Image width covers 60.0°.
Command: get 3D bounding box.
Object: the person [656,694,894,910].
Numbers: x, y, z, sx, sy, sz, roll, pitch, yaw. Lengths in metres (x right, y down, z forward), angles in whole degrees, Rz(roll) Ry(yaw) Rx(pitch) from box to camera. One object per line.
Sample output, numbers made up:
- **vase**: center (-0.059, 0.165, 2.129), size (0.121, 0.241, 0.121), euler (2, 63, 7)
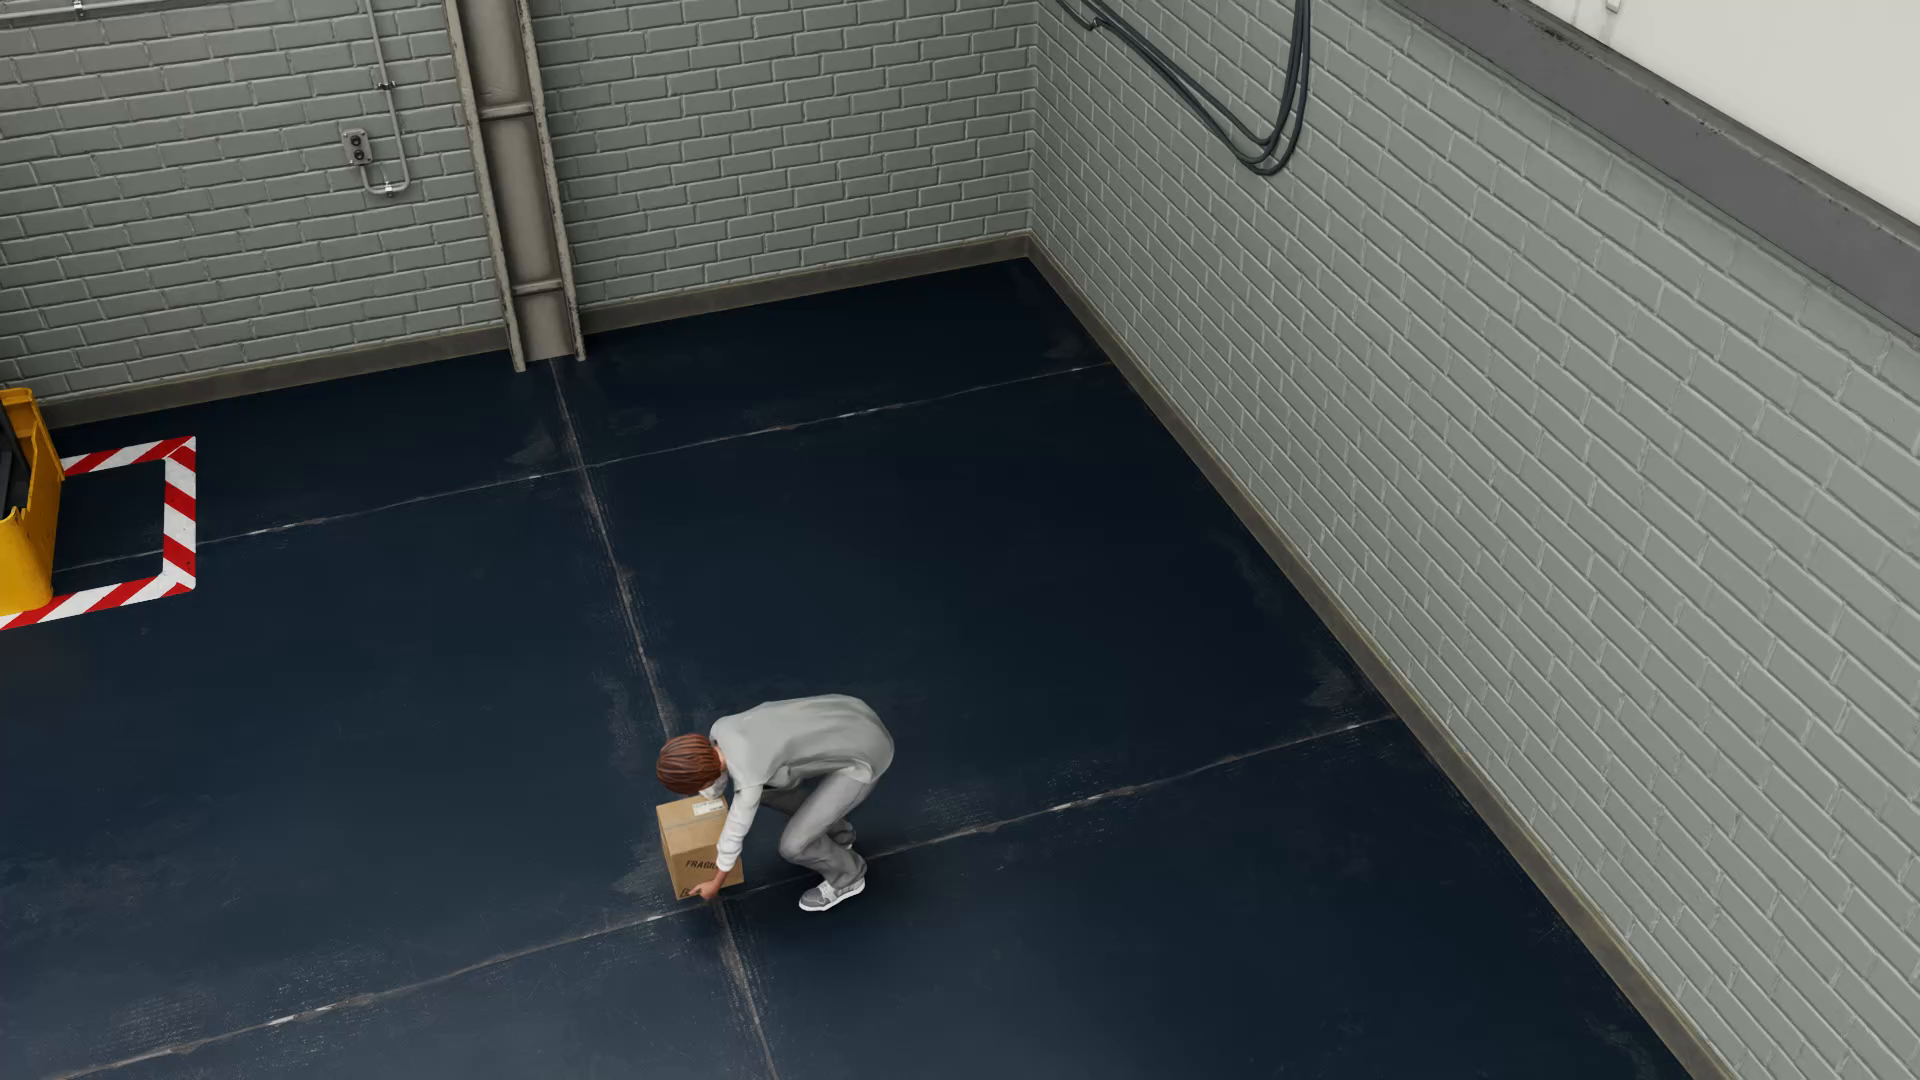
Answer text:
- **person**: center (-0.654, 0.974, 6.105), size (0.861, 0.915, 0.431), euler (-15, 41, -18)
